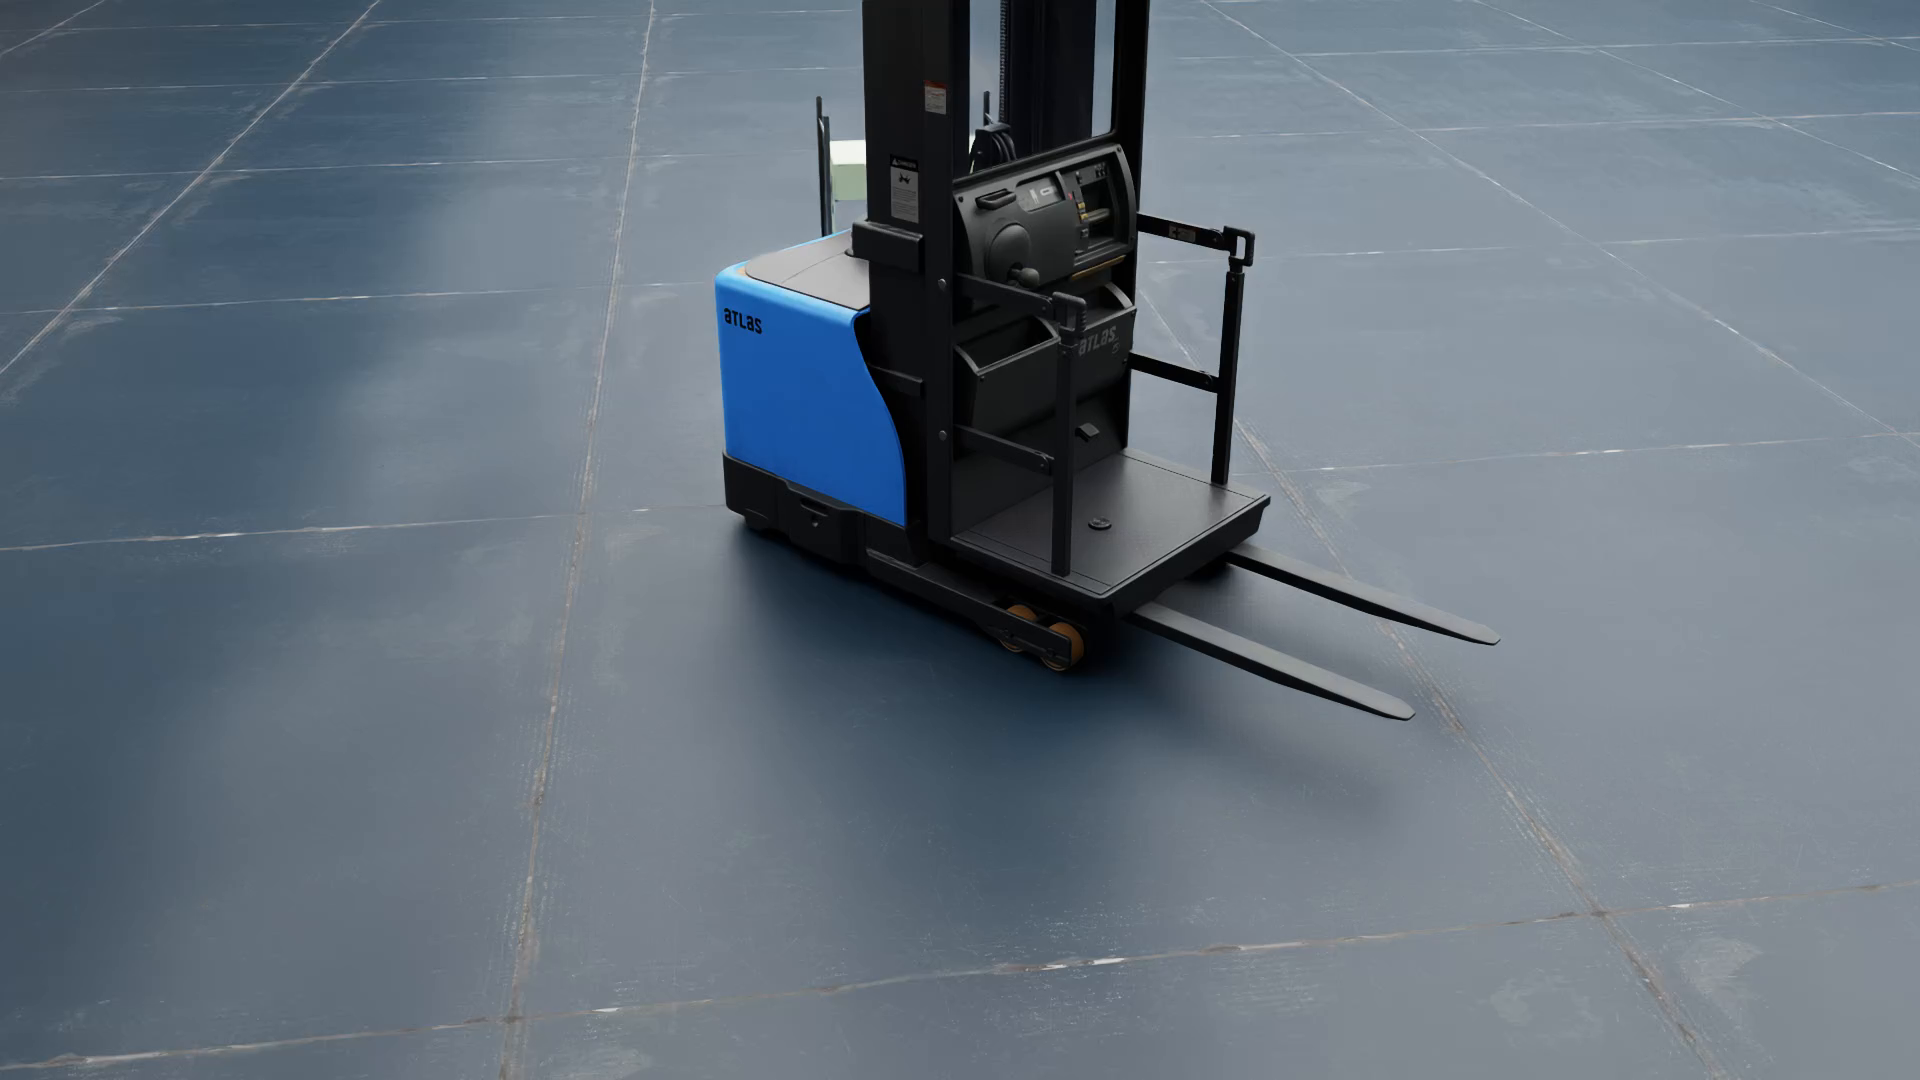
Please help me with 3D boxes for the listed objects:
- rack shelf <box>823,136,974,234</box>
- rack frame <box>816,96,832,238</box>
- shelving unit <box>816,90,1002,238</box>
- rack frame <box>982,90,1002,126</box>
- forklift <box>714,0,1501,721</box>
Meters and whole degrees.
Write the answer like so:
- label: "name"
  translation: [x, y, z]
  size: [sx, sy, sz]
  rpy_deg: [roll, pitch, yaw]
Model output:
- label: "rack shelf"
  translation: [-0.222, -1.547, 7.265]
  size: [0.720, 0.370, 0.431]
  rpy_deg: [-4, 27, -8]
- label: "rack frame"
  translation: [-0.583, -1.173, 7.390]
  size: [0.023, 1.500, 0.400]
  rpy_deg: [-4, 27, -8]
- label: "shelving unit"
  translation: [-0.222, -1.199, 7.442]
  size: [0.755, 1.500, 0.431]
  rpy_deg: [-4, 27, -8]
- label: "rack frame"
  translation: [0.139, -1.226, 7.494]
  size: [0.023, 1.500, 0.400]
  rpy_deg: [-4, 27, -8]
- label: "forklift"
  translation: [0.472, -1.116, 5.714]
  size: [3.031, 2.935, 1.130]
  rpy_deg: [22, 34, 36]
